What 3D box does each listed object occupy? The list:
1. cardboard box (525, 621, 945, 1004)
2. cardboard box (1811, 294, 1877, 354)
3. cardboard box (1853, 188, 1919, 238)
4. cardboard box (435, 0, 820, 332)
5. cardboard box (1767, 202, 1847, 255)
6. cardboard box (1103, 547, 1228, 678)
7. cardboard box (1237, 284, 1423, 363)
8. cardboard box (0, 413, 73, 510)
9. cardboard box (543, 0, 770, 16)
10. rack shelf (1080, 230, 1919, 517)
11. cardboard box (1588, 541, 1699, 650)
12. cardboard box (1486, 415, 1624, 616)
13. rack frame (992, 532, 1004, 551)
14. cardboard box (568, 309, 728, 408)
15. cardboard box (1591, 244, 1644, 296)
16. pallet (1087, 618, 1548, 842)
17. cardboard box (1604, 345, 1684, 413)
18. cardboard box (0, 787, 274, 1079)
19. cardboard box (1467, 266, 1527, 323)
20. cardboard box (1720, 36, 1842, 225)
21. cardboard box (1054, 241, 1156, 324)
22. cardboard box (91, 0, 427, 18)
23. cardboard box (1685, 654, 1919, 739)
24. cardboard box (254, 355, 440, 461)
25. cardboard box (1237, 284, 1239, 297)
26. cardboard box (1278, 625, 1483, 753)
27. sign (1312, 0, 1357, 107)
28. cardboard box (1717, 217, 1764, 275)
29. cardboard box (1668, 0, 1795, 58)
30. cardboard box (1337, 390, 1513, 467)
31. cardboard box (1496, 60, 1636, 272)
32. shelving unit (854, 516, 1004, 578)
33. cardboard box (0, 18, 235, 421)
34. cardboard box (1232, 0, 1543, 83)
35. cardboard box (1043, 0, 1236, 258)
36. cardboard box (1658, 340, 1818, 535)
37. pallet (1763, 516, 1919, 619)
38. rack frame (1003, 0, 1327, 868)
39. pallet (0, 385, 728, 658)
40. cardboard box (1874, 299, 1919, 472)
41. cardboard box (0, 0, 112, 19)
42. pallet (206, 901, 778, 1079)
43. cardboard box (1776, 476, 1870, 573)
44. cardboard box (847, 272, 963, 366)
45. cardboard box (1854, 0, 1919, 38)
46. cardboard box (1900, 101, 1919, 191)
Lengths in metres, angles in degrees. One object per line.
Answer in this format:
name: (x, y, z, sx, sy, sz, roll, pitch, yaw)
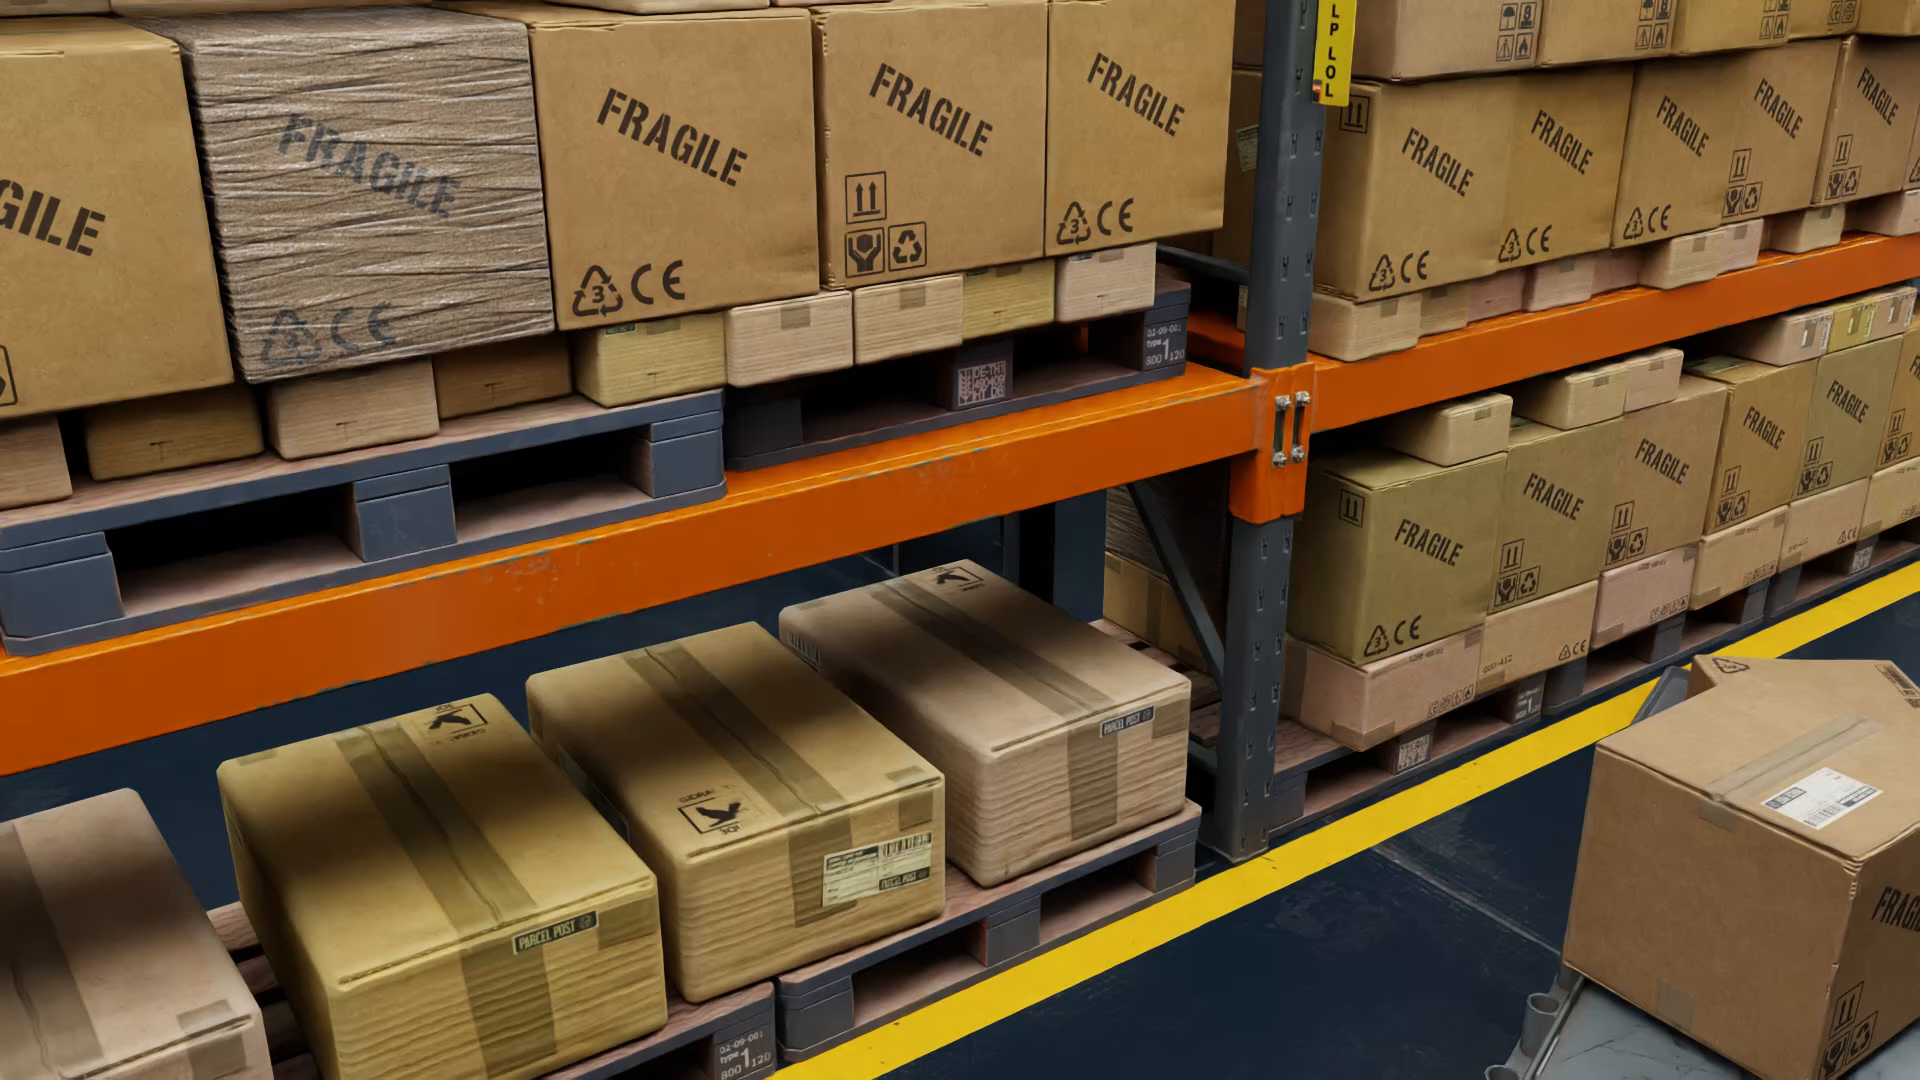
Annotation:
cardboard box: (-0.541, 0.583, 3.866, 0.625, 0.372, 0.950, -13, 25, -30)
cardboard box: (2.749, -0.741, 5.463, 0.250, 0.149, 0.380, -14, 26, -32)
cardboard box: (2.981, -1.115, 5.481, 0.250, 0.149, 0.380, -14, 26, -32)
cardboard box: (-0.600, -0.706, 3.015, 0.500, 0.500, 0.500, -14, 26, -31)
cardboard box: (2.536, -1.019, 5.241, 0.250, 0.149, 0.380, -15, 26, -33)
cardboard box: (0.788, 0.160, 5.091, 0.500, 0.250, 0.500, -14, 25, -30)
cardboard box: (0.908, -0.568, 4.111, 0.250, 0.149, 0.380, -15, 26, -33)
cardboard box: (-1.526, -0.165, 2.536, 0.250, 0.149, 0.380, -13, 25, -30)
cardboard box: (-0.538, -1.006, 2.893, 0.250, 0.149, 0.380, -16, 27, -35)
rack shelf: (2.089, -0.812, 5.354, 4.000, 0.370, 1.077, -15, 26, -33)
cardboard box: (1.958, 0.088, 5.272, 0.500, 0.250, 0.500, -15, 26, -34)
cardboard box: (1.529, -0.145, 4.844, 0.500, 0.500, 0.500, -14, 26, -31)
rack frame: (0.064, -0.992, 6.050, 0.015, 2.100, 0.400, -15, 26, -33)
cardboard box: (-0.628, -0.380, 3.075, 0.250, 0.149, 0.380, -15, 26, -33)
cardboard box: (1.700, -0.815, 4.731, 0.250, 0.149, 0.380, -15, 26, -33)
pallet: (0.990, 0.426, 5.044, 1.213, 0.211, 1.003, -15, 26, -33)
cardboard box: (1.871, -0.507, 4.876, 0.250, 0.149, 0.380, -13, 25, -30)
cardboard box: (-1.723, 0.897, 3.081, 0.625, 0.372, 0.950, -16, 27, -34)
cardboard box: (1.281, -0.705, 4.455, 0.250, 0.149, 0.380, -15, 26, -33)
cardboard box: (2.193, -1.245, 4.932, 0.500, 0.500, 0.500, -15, 26, -32)
cardboard box: (0.209, -0.597, 3.617, 0.250, 0.149, 0.380, -14, 26, -32)
cardboard box: (-1.309, -0.751, 3.129, 0.500, 0.500, 0.500, -16, 27, -35)
cardboard box: (2.130, 0.624, 4.154, 0.500, 0.500, 0.500, 2, 22, 4)
cardboard box: (-1.069, -0.275, 2.811, 0.250, 0.149, 0.380, -14, 26, -31)
cardboard box: (0.746, -0.814, 4.727, 0.250, 0.149, 0.380, -14, 26, -32)
cardboard box: (1.102, 0.323, 4.684, 0.500, 0.250, 0.500, -16, 27, -35)
sign: (0.792, -1.085, 3.505, 0.005, 0.325, 0.100, -15, 26, -33)
cardboard box: (2.140, -0.905, 4.956, 0.250, 0.149, 0.380, -15, 26, -33)
cardboard box: (1.800, -1.596, 4.465, 0.500, 0.500, 0.700, -16, 27, -34)
cardboard box: (1.238, -0.336, 4.447, 0.250, 0.149, 0.380, -14, 26, -32)
cardboard box: (1.379, -1.025, 4.380, 0.500, 0.500, 0.500, -15, 26, -33)
shelving unit: (-0.134, -0.939, 5.917, 0.503, 2.100, 0.431, -15, 26, -33)
cardboard box: (-1.435, -0.486, 2.465, 0.500, 0.500, 0.500, -14, 26, -32)
cardboard box: (0.949, -1.392, 3.952, 0.500, 0.500, 0.700, -15, 26, -33)
cardboard box: (0.224, -0.924, 3.561, 0.500, 0.500, 0.500, -15, 26, -34)
cardboard box: (2.379, -0.372, 5.413, 0.500, 0.500, 0.500, -16, 27, -34)
pallet: (2.970, -0.102, 6.367, 1.213, 0.211, 1.003, -15, 26, -33)
rack frame: (0.465, -0.713, 4.136, 0.127, 3.000, 1.000, -15, 26, -33)
pallet: (-1.199, -0.199, 3.106, 1.213, 0.211, 1.003, -15, 26, -33)
cardboard box: (3.214, -0.593, 5.967, 0.500, 0.500, 0.500, -15, 26, -33)
cardboard box: (-1.619, -0.967, 2.794, 0.250, 0.149, 0.380, -16, 27, -35)
pallet: (-1.157, 1.017, 3.564, 1.213, 0.211, 1.003, -15, 26, -33)
cardboard box: (2.788, -0.131, 5.821, 0.500, 0.250, 0.500, -15, 26, -33)
cardboard box: (-0.204, -0.479, 3.321, 0.250, 0.149, 0.380, -15, 26, -34)
cardboard box: (2.656, -1.803, 4.982, 0.500, 0.500, 0.700, -15, 26, -33)
cardboard box: (3.023, -1.456, 5.462, 0.500, 0.500, 0.500, -15, 26, -33)
